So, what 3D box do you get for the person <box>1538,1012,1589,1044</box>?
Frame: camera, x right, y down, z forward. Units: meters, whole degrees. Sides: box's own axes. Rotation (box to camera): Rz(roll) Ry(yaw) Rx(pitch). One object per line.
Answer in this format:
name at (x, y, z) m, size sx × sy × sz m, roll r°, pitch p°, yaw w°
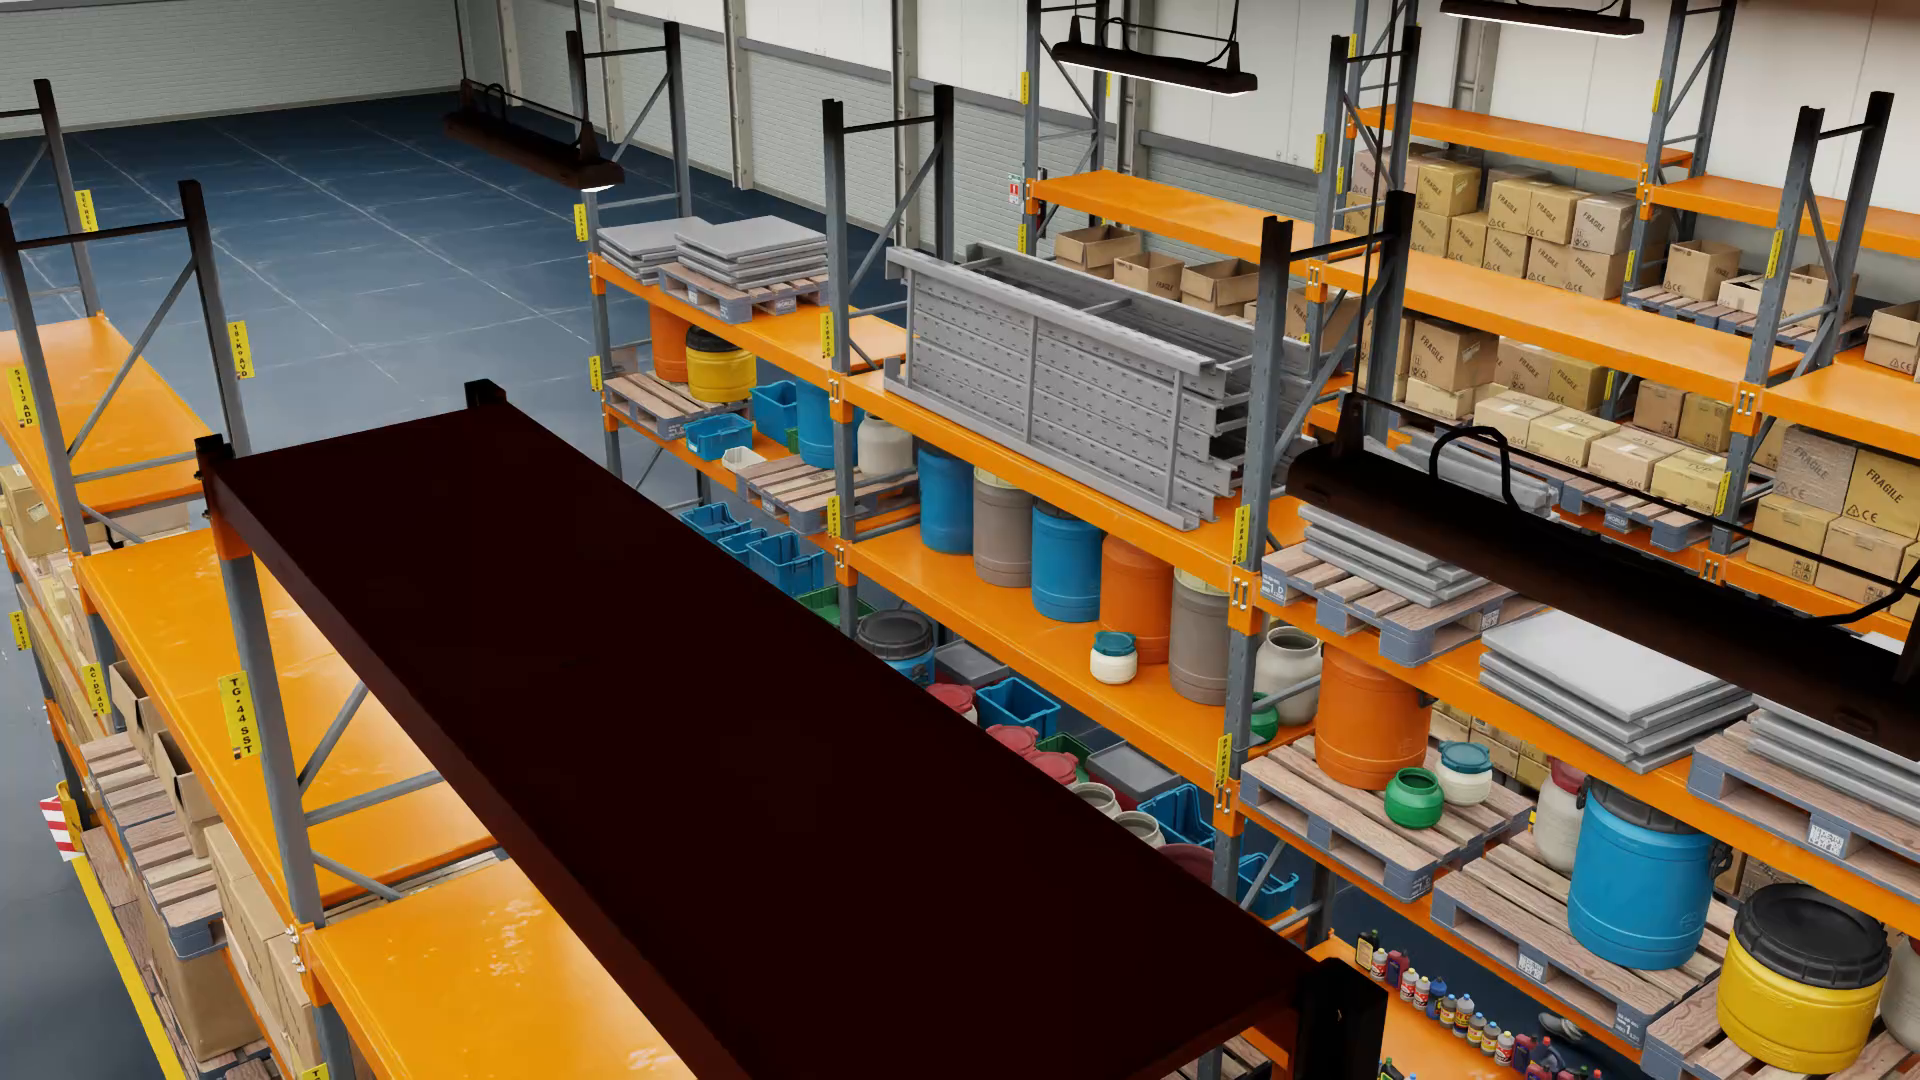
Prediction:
person at (4.467, 2.749, 10.944) m, size 0.591 × 1.730 × 1.098 m, roll -19°, pitch 31°, yaw -36°
